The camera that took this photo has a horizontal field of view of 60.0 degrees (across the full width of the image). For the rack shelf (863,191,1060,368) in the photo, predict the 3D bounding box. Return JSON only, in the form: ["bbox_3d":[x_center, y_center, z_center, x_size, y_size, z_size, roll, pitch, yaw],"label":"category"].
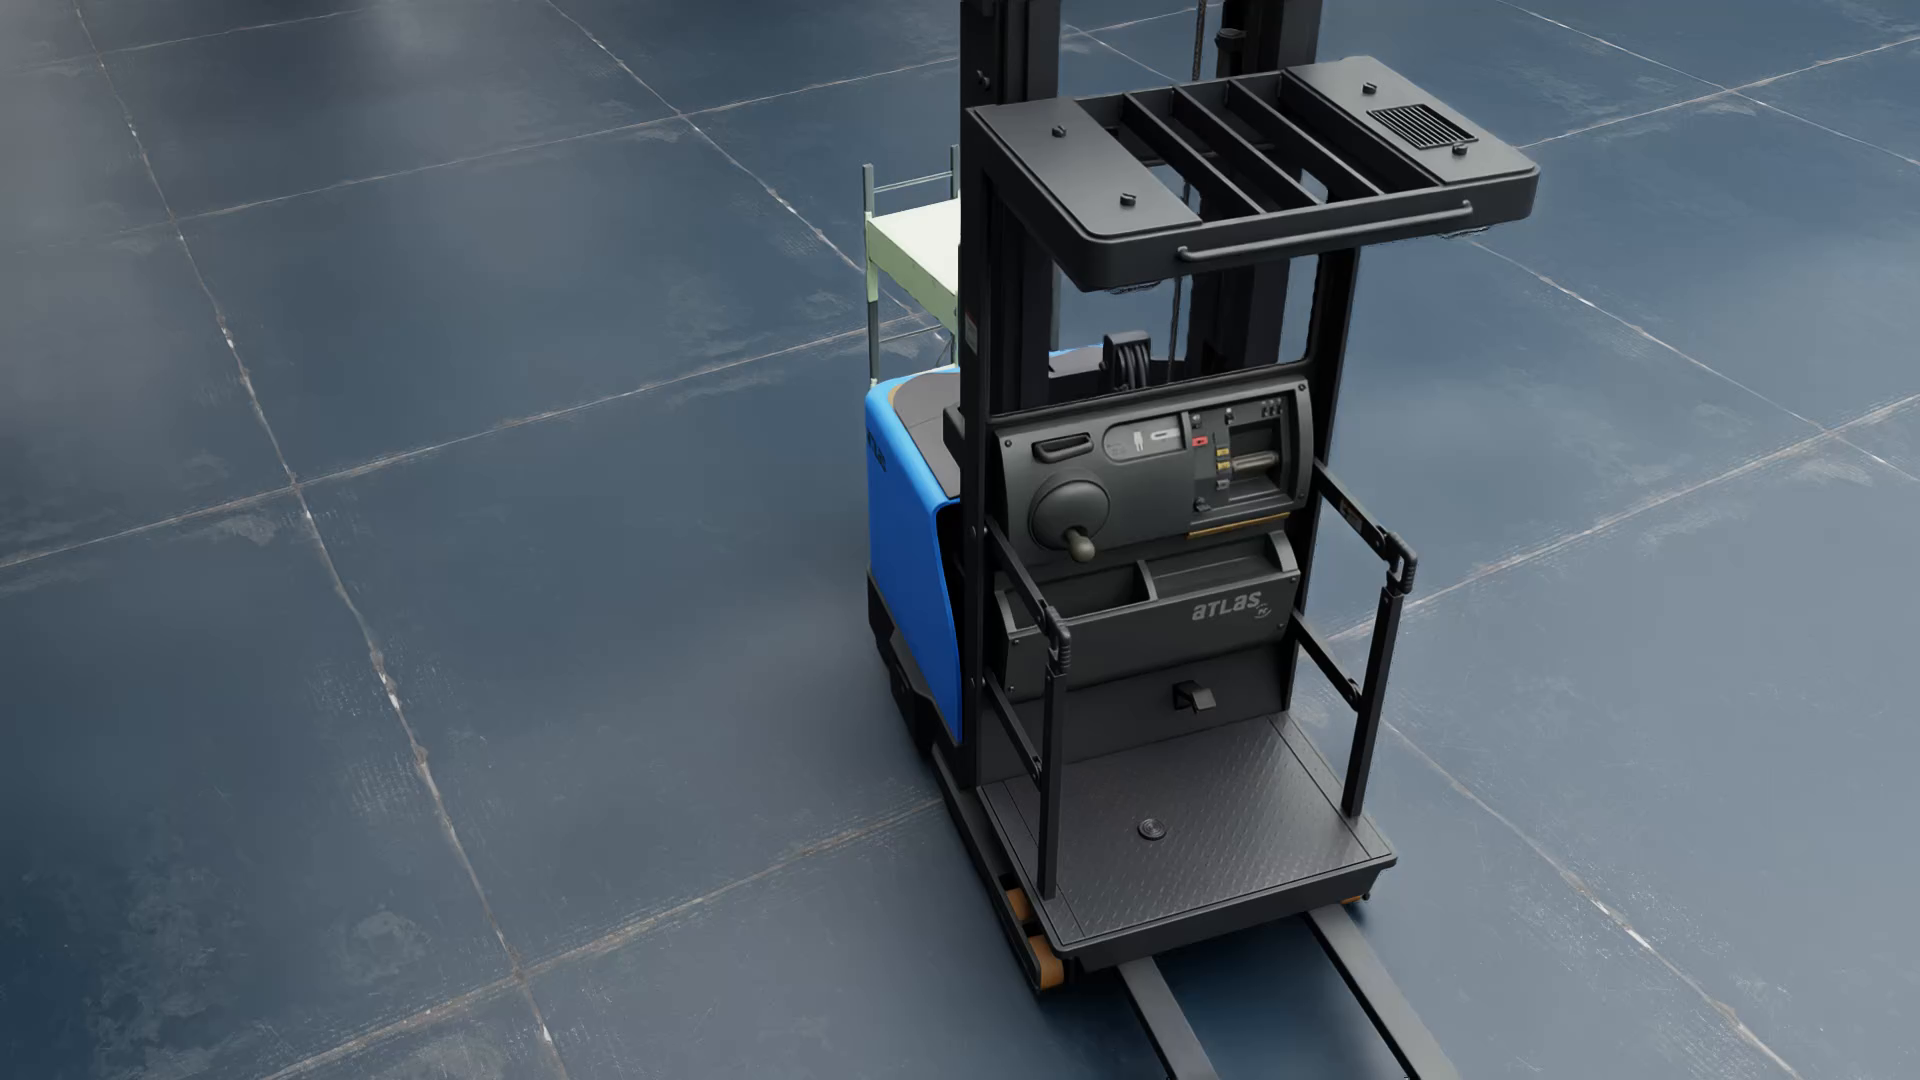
[{"bbox_3d":[-0.002,-0.942,6.106,0.431,0.370,0.720,-18,40,-23],"label":"rack shelf"}]

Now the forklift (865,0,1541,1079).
[{"bbox_3d":[0.624,-0.127,4.439,1.130,2.935,3.031,-12,38,-15],"label":"forklift"}]

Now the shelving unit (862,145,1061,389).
[{"bbox_3d":[-0.002,-0.626,6.336,0.431,1.500,0.755,-18,40,-23],"label":"shelving unit"}]

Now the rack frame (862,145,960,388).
[{"bbox_3d":[-0.177,-0.816,6.596,0.400,1.500,0.023,-18,40,-23],"label":"rack frame"}]

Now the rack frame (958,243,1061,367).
[{"bbox_3d":[0.173,-0.437,6.076,0.400,1.500,0.023,-18,40,-23],"label":"rack frame"}]

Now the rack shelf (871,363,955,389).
[{"bbox_3d":[-0.002,-0.363,6.528,0.431,0.370,0.720,-18,40,-23],"label":"rack shelf"}]
